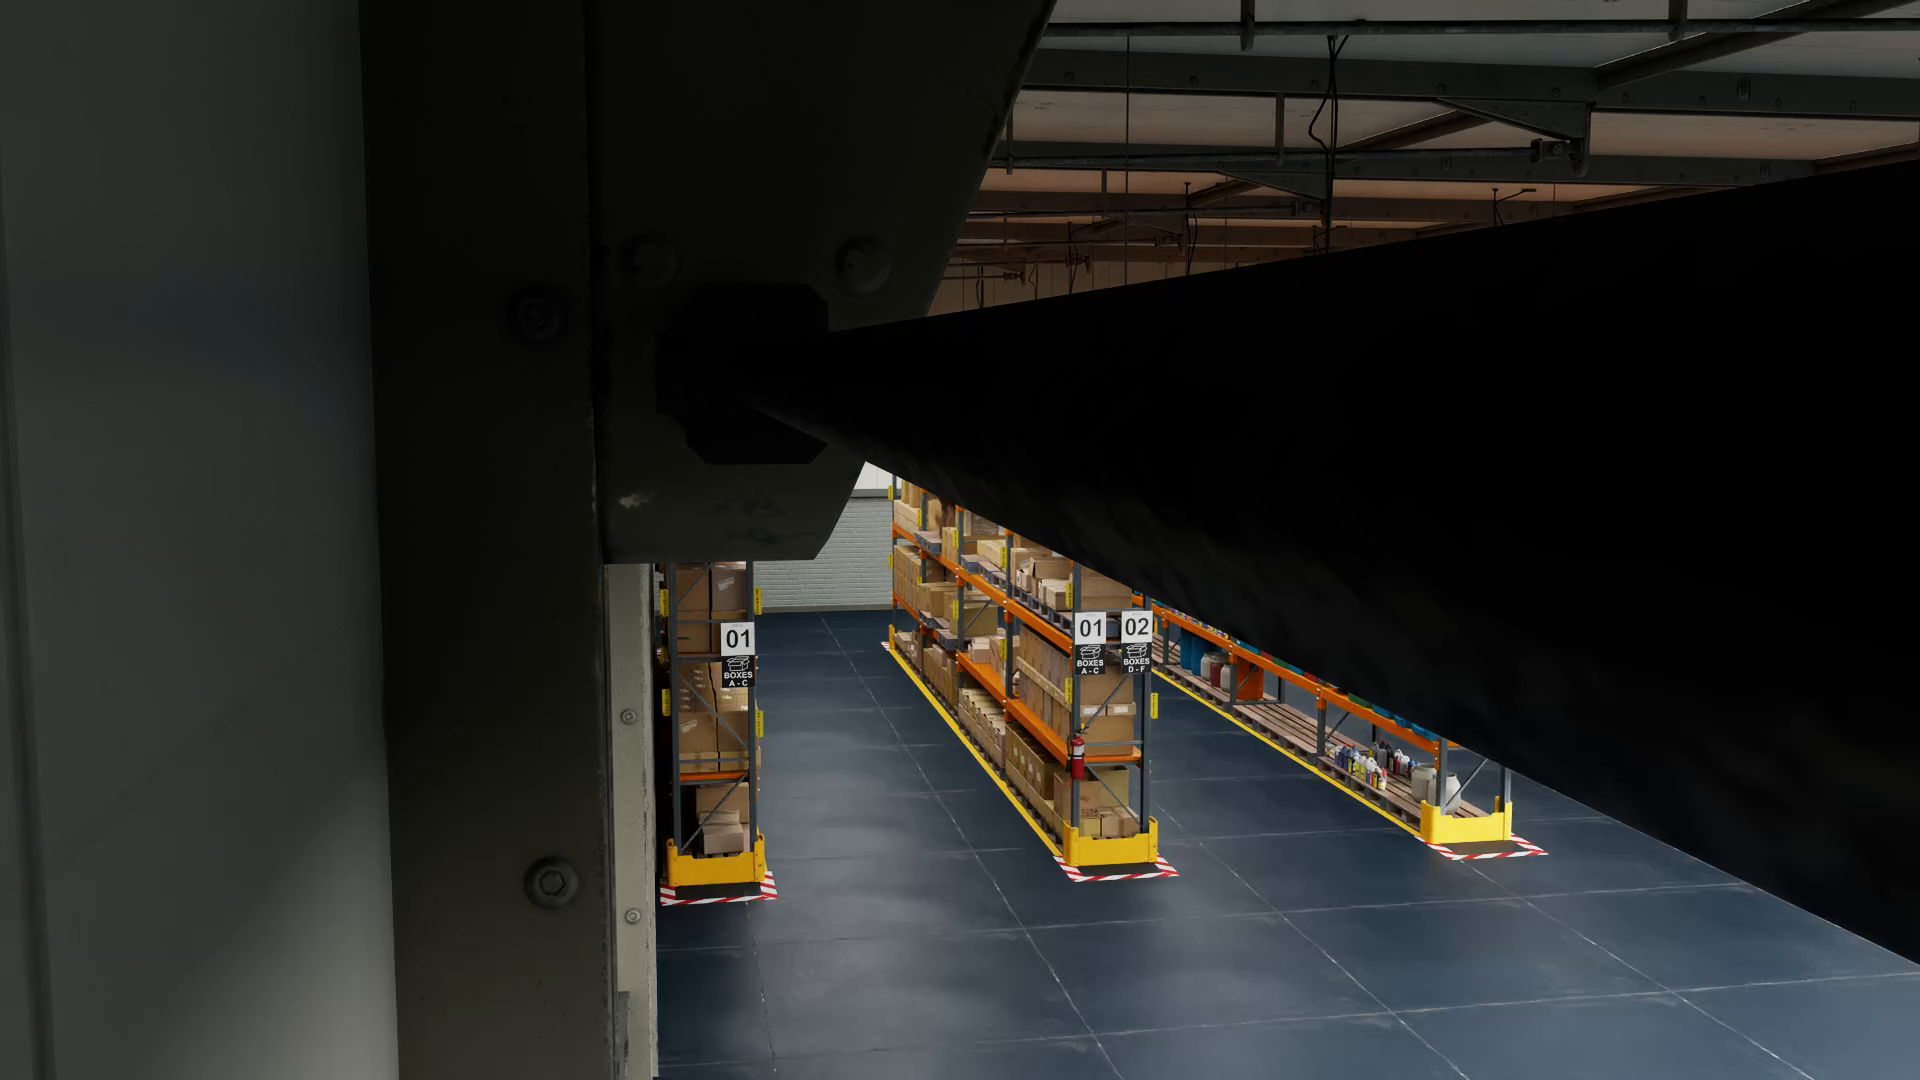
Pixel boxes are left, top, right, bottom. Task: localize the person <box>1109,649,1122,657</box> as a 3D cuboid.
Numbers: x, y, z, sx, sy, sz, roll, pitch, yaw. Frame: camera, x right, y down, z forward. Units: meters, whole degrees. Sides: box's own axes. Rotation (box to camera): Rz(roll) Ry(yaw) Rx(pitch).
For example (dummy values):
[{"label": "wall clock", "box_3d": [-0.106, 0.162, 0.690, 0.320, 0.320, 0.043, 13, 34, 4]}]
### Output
[{"label": "person", "box_3d": [3.128, 2.047, 32.812, 0.582, 1.444, 1.070, 1, 6, 8]}]
